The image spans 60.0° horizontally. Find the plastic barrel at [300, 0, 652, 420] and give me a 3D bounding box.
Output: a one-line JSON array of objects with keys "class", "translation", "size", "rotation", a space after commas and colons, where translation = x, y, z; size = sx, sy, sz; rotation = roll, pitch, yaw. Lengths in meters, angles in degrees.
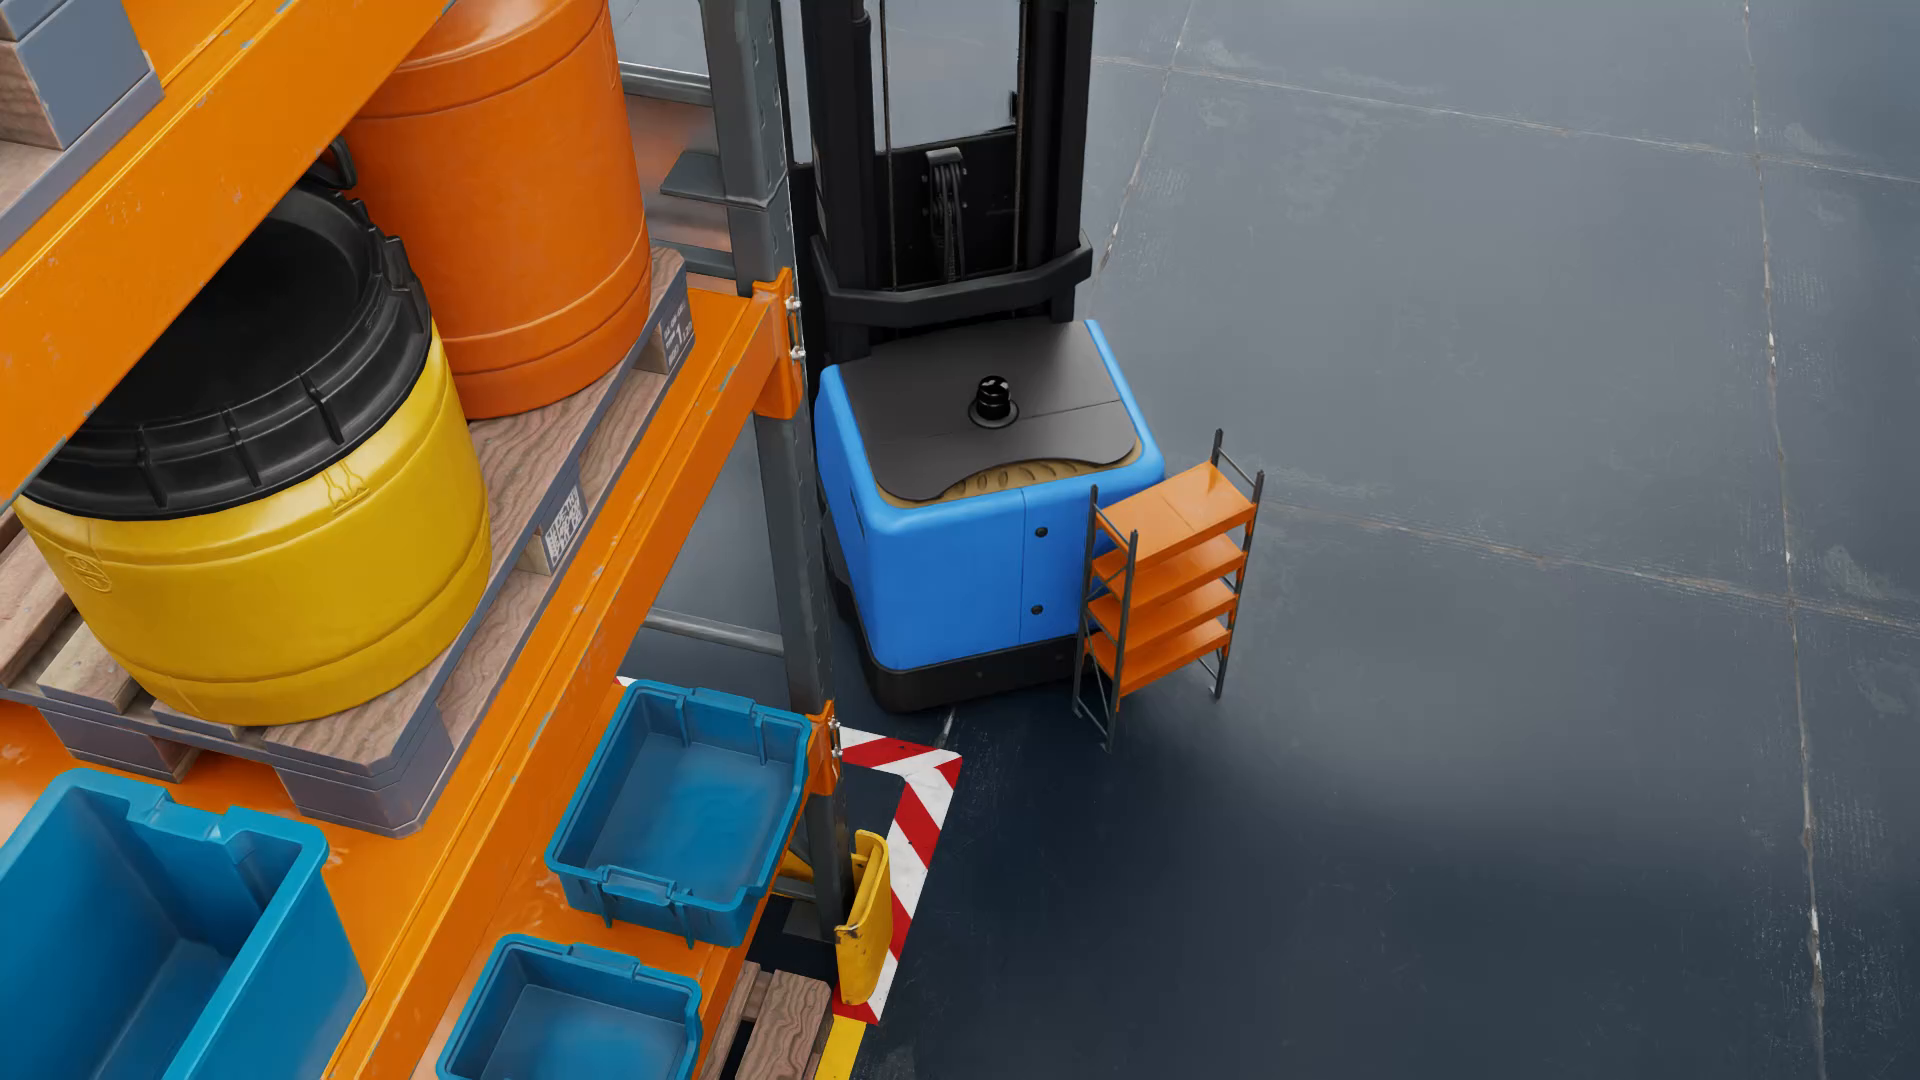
[{"class": "plastic barrel", "translation": [-0.846, -0.685, 2.706], "size": [0.600, 0.830, 0.708], "rotation": [12, 50, 10]}]

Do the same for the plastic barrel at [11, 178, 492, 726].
[{"class": "plastic barrel", "translation": [-1.018, -0.132, 2.379], "size": [0.600, 0.588, 0.600], "rotation": [0, 49, 0]}]

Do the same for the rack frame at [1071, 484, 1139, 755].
[{"class": "rack frame", "translation": [0.479, 0.299, 5.605], "size": [0.015, 1.200, 0.240], "rotation": [-24, 53, -20]}]

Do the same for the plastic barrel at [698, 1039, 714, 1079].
[{"class": "plastic barrel", "translation": [-0.940, 1.387, 4.823], "size": [0.421, 0.512, 0.421], "rotation": [0, 49, 0]}]

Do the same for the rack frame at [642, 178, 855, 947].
[{"class": "rack frame", "translation": [-0.841, 0.212, 4.481], "size": [1.000, 3.000, 0.127], "rotation": [12, 50, 10]}]

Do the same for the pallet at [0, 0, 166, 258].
[{"class": "pallet", "translation": [-1.384, -0.172, 1.211], "size": [1.003, 0.211, 1.213], "rotation": [12, 50, 10]}]

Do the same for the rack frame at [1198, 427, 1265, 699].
[{"class": "rack frame", "translation": [0.897, 0.110, 5.771], "size": [0.015, 1.200, 0.240], "rotation": [-24, 53, -20]}]

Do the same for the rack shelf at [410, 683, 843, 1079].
[{"class": "rack shelf", "translation": [-1.367, 1.897, 3.474], "size": [1.077, 0.370, 4.000], "rotation": [12, 50, 10]}]

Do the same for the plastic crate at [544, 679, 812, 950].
[{"class": "plastic crate", "translation": [-0.684, 0.682, 4.165], "size": [0.499, 0.251, 0.616], "rotation": [12, 50, 10]}]

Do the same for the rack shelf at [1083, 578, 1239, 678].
[{"class": "rack shelf", "translation": [0.688, 0.249, 5.738], "size": [0.480, 0.148, 0.258], "rotation": [-24, 53, -20]}]

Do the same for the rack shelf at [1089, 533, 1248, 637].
[{"class": "rack shelf", "translation": [0.688, 0.101, 5.570], "size": [0.480, 0.148, 0.258], "rotation": [-24, 53, -20]}]

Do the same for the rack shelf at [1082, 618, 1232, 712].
[{"class": "rack shelf", "translation": [0.688, 0.380, 5.887], "size": [0.480, 0.148, 0.258], "rotation": [-24, 53, -20]}]

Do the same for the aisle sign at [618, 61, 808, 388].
[{"class": "aisle sign", "translation": [-0.535, -0.642, 3.501], "size": [0.394, 0.787, 0.004], "rotation": [12, 50, 10]}]

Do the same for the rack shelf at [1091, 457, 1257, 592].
[{"class": "rack shelf", "translation": [0.688, -0.055, 5.393], "size": [0.480, 0.148, 0.258], "rotation": [-24, 53, -20]}]

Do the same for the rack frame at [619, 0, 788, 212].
[{"class": "rack frame", "translation": [-0.841, -1.773, 2.232], "size": [1.000, 3.000, 0.127], "rotation": [12, 50, 10]}]

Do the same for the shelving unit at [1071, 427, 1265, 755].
[{"class": "shelving unit", "translation": [0.688, 0.205, 5.688], "size": [0.503, 1.200, 0.258], "rotation": [-24, 53, -20]}]

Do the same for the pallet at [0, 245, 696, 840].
[{"class": "pallet", "translation": [-1.153, -0.139, 2.916], "size": [1.003, 0.211, 1.213], "rotation": [12, 50, 10]}]

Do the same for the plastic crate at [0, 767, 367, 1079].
[{"class": "plastic crate", "translation": [-1.052, 0.663, 2.093], "size": [0.392, 0.384, 0.575], "rotation": [12, 50, 10]}]

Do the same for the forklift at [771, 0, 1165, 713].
[{"class": "forklift", "translation": [-0.177, -1.476, 6.017], "size": [1.130, 2.935, 3.031], "rotation": [-11, 50, -10]}]

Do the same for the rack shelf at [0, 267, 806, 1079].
[{"class": "rack shelf", "translation": [-1.367, 0.904, 2.349], "size": [1.077, 0.370, 4.000], "rotation": [12, 50, 10]}]

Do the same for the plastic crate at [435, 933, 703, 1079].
[{"class": "plastic crate", "translation": [-0.860, 1.151, 3.752], "size": [0.499, 0.251, 0.408], "rotation": [12, 50, 10]}]

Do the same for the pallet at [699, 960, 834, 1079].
[{"class": "pallet", "translation": [-1.034, 1.786, 4.952], "size": [1.003, 0.211, 1.213], "rotation": [12, 50, 10]}]

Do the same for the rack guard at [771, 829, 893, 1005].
[{"class": "rack guard", "translation": [-0.815, 1.103, 5.362], "size": [1.175, 0.500, 0.348], "rotation": [12, 50, 10]}]
